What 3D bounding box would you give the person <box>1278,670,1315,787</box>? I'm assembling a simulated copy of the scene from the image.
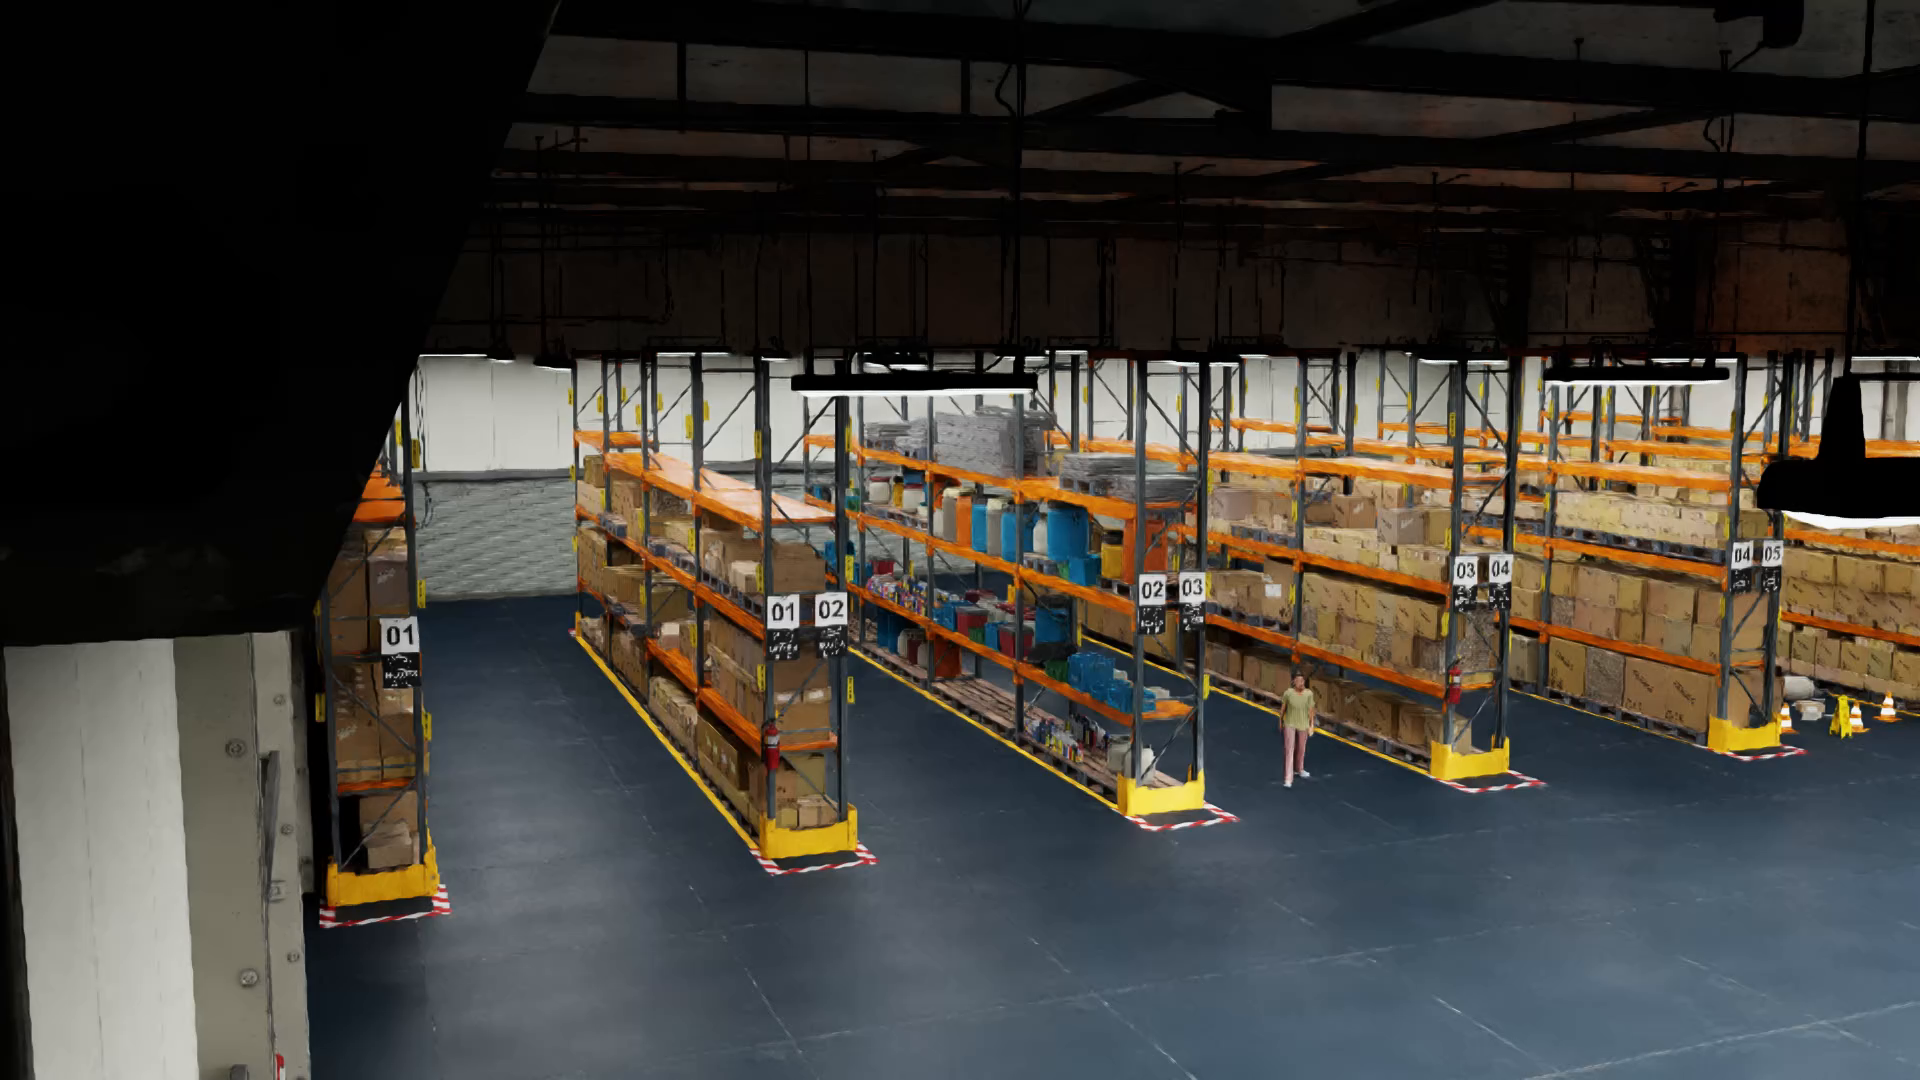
[{"bbox_3d":[4.745,2.625,23.399,0.482,1.621,0.949,0,7,3],"label":"person"}]
